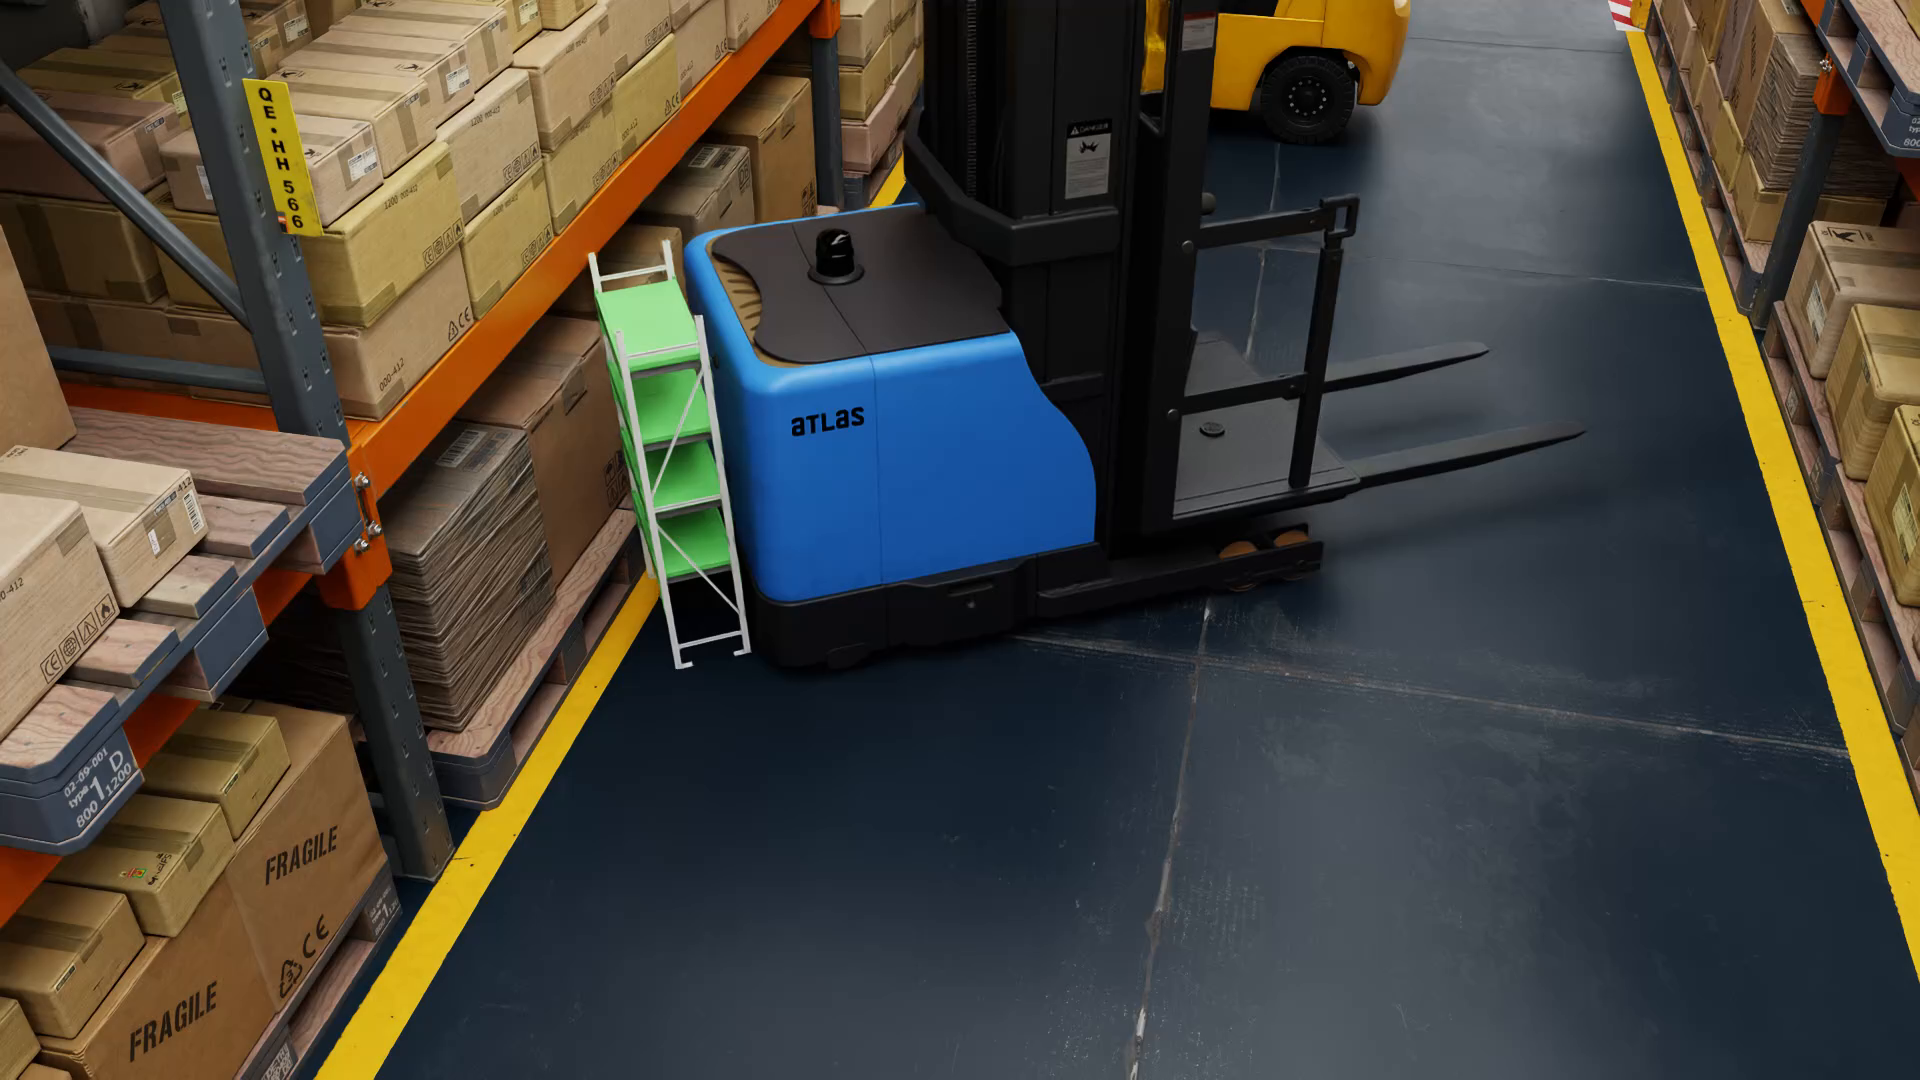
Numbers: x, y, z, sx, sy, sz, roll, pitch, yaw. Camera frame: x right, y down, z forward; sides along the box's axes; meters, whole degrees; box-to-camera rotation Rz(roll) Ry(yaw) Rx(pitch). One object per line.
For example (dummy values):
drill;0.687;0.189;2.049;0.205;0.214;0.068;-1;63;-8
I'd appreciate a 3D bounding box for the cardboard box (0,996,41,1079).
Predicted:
cardboard box;-1.972;0.960;3.089;0.380;0.149;0.250;8;37;11

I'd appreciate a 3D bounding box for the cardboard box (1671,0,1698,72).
cardboard box;4.114;-2.689;8.890;0.500;0.250;0.500;9;37;12

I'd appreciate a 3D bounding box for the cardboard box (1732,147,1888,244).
cardboard box;3.682;-1.488;7.232;0.500;0.250;0.500;9;37;12

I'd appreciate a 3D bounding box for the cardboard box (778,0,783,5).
cardboard box;-0.883;-2.296;6.490;0.500;0.250;0.500;8;37;11

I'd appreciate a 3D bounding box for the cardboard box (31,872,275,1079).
cardboard box;-1.883;1.011;3.571;0.500;0.500;0.500;7;36;9

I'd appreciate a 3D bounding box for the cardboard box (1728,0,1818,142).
cardboard box;3.790;-2.084;7.415;0.500;0.500;0.500;8;37;11

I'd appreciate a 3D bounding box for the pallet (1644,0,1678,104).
pallet;4.449;-2.718;9.320;1.003;0.211;1.213;7;37;10

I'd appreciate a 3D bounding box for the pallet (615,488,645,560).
pallet;-1.409;-0.421;6.151;1.003;0.211;1.213;7;37;10

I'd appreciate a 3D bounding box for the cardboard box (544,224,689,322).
cardboard box;-1.464;-0.712;5.841;0.875;0.625;0.625;6;36;8

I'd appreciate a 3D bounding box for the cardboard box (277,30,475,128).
cardboard box;-1.444;-1.138;4.127;0.380;0.149;0.250;8;37;11

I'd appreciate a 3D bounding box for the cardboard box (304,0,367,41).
cardboard box;-1.836;-1.495;4.619;0.380;0.149;0.250;7;37;10

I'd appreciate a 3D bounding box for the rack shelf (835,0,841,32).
rack shelf;-0.604;-3.534;8.683;1.077;0.370;4.000;7;37;10

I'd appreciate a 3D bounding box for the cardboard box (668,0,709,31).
cardboard box;-1.104;-1.919;5.543;0.500;0.250;0.500;8;37;11

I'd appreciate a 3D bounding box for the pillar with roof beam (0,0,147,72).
pillar with roof beam;1.718;-3.135;2.408;9.100;9.000;0.400;7;37;10

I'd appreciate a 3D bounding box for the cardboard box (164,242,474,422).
cardboard box;-1.552;-0.549;4.079;0.500;0.250;0.500;7;37;10

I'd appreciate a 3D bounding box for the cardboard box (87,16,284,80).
cardboard box;-1.952;-1.205;4.219;0.380;0.149;0.250;7;37;10

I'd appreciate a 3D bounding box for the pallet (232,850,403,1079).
pallet;-2.082;1.167;3.960;1.003;0.211;1.213;7;37;10

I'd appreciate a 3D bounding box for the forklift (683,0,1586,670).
forklift;0.687;-1.298;5.043;3.031;2.935;1.130;-11;37;-15

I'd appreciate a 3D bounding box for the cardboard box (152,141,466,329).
cardboard box;-1.528;-0.748;3.928;0.500;0.250;0.500;7;37;10

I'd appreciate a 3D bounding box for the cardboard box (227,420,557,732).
cardboard box;-1.739;0.050;4.791;0.875;0.625;0.625;8;37;11

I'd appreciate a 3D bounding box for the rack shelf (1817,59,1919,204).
rack shelf;3.391;-0.621;4.664;1.077;0.370;4.000;7;37;10

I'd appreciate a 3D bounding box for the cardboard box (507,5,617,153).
cardboard box;-1.315;-1.336;4.739;0.500;0.250;0.500;6;36;9

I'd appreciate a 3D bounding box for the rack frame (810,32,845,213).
rack frame;-1.031;-2.679;6.890;1.000;3.000;0.127;7;37;10

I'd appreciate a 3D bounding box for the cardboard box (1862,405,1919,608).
cardboard box;3.412;-0.052;5.148;0.950;0.372;0.625;8;37;12

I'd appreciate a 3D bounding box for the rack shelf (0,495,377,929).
rack shelf;-2.313;1.052;2.355;1.077;0.370;4.000;7;37;10

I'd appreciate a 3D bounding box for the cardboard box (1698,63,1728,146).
cardboard box;3.899;-2.086;8.057;0.500;0.250;0.500;8;37;11

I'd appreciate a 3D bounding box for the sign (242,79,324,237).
sign;-1.354;-0.760;3.323;0.100;0.325;0.005;7;37;10

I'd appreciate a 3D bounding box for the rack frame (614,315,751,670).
rack frame;-0.795;-0.105;4.863;0.240;1.200;0.015;-13;38;-14

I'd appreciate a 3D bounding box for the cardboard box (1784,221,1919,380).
cardboard box;3.709;-0.864;6.267;0.950;0.372;0.625;8;37;11

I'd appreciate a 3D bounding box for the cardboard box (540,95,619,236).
cardboard box;-1.337;-1.133;4.884;0.500;0.250;0.500;6;36;8

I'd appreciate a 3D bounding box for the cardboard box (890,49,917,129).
cardboard box;-0.511;-2.264;8.303;0.500;0.250;0.500;7;36;9

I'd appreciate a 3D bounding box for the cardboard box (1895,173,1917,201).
cardboard box;4.208;-1.723;6.918;0.500;0.500;0.500;9;37;12

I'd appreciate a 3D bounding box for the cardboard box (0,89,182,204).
cardboard box;-2.014;-0.901;3.799;0.380;0.149;0.250;8;37;11

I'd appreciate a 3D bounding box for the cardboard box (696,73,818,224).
cardboard box;-1.132;-1.587;7.049;0.875;0.625;0.625;9;37;12

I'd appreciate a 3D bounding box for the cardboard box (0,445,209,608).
cardboard box;-1.651;-0.029;3.091;0.380;0.149;0.250;8;37;11

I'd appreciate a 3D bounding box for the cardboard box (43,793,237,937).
cardboard box;-1.772;0.669;3.490;0.380;0.149;0.250;6;36;8

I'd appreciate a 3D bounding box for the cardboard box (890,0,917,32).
cardboard box;-0.502;-2.670;8.011;0.500;0.250;0.500;7;37;10

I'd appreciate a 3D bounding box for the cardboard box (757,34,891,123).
cardboard box;-0.626;-2.177;7.756;0.500;0.250;0.500;7;37;10

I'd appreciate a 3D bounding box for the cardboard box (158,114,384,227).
cardboard box;-1.530;-0.835;3.707;0.380;0.149;0.250;8;37;11

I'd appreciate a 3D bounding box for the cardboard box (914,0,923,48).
cardboard box;-0.402;-2.752;8.551;0.500;0.250;0.500;7;37;10

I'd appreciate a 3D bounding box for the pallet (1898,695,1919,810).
pallet;3.133;0.916;4.307;1.003;0.211;1.213;7;37;10

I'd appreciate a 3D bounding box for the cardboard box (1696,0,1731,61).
cardboard box;4.003;-2.684;8.243;0.500;0.500;0.500;8;37;11

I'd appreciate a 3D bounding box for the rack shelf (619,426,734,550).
rack shelf;-0.871;-0.190;5.089;0.258;0.148;0.480;-13;38;-14

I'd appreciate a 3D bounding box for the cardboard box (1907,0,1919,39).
cardboard box;3.330;-1.708;5.406;0.380;0.149;0.250;8;37;11

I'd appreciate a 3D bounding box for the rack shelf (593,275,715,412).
rack shelf;-0.888;-0.574;4.802;0.258;0.148;0.480;-13;38;-14

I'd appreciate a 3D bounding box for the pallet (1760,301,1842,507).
pallet;3.654;-0.483;6.237;1.003;0.211;1.213;7;37;10

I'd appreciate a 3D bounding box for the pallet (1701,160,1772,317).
pallet;3.928;-1.319;7.390;1.003;0.211;1.213;7;37;10

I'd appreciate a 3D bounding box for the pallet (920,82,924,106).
pallet;-0.562;-2.702;9.298;1.003;0.211;1.213;7;37;10

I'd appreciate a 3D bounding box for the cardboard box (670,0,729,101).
cardboard box;-1.121;-1.727;5.704;0.500;0.250;0.500;8;37;10

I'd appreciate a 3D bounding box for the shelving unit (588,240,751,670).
shelving unit;-0.873;-0.241;5.050;0.258;1.200;0.503;-13;38;-14

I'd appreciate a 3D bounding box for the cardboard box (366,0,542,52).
cardboard box;-1.376;-1.438;4.539;0.380;0.149;0.250;8;37;10
